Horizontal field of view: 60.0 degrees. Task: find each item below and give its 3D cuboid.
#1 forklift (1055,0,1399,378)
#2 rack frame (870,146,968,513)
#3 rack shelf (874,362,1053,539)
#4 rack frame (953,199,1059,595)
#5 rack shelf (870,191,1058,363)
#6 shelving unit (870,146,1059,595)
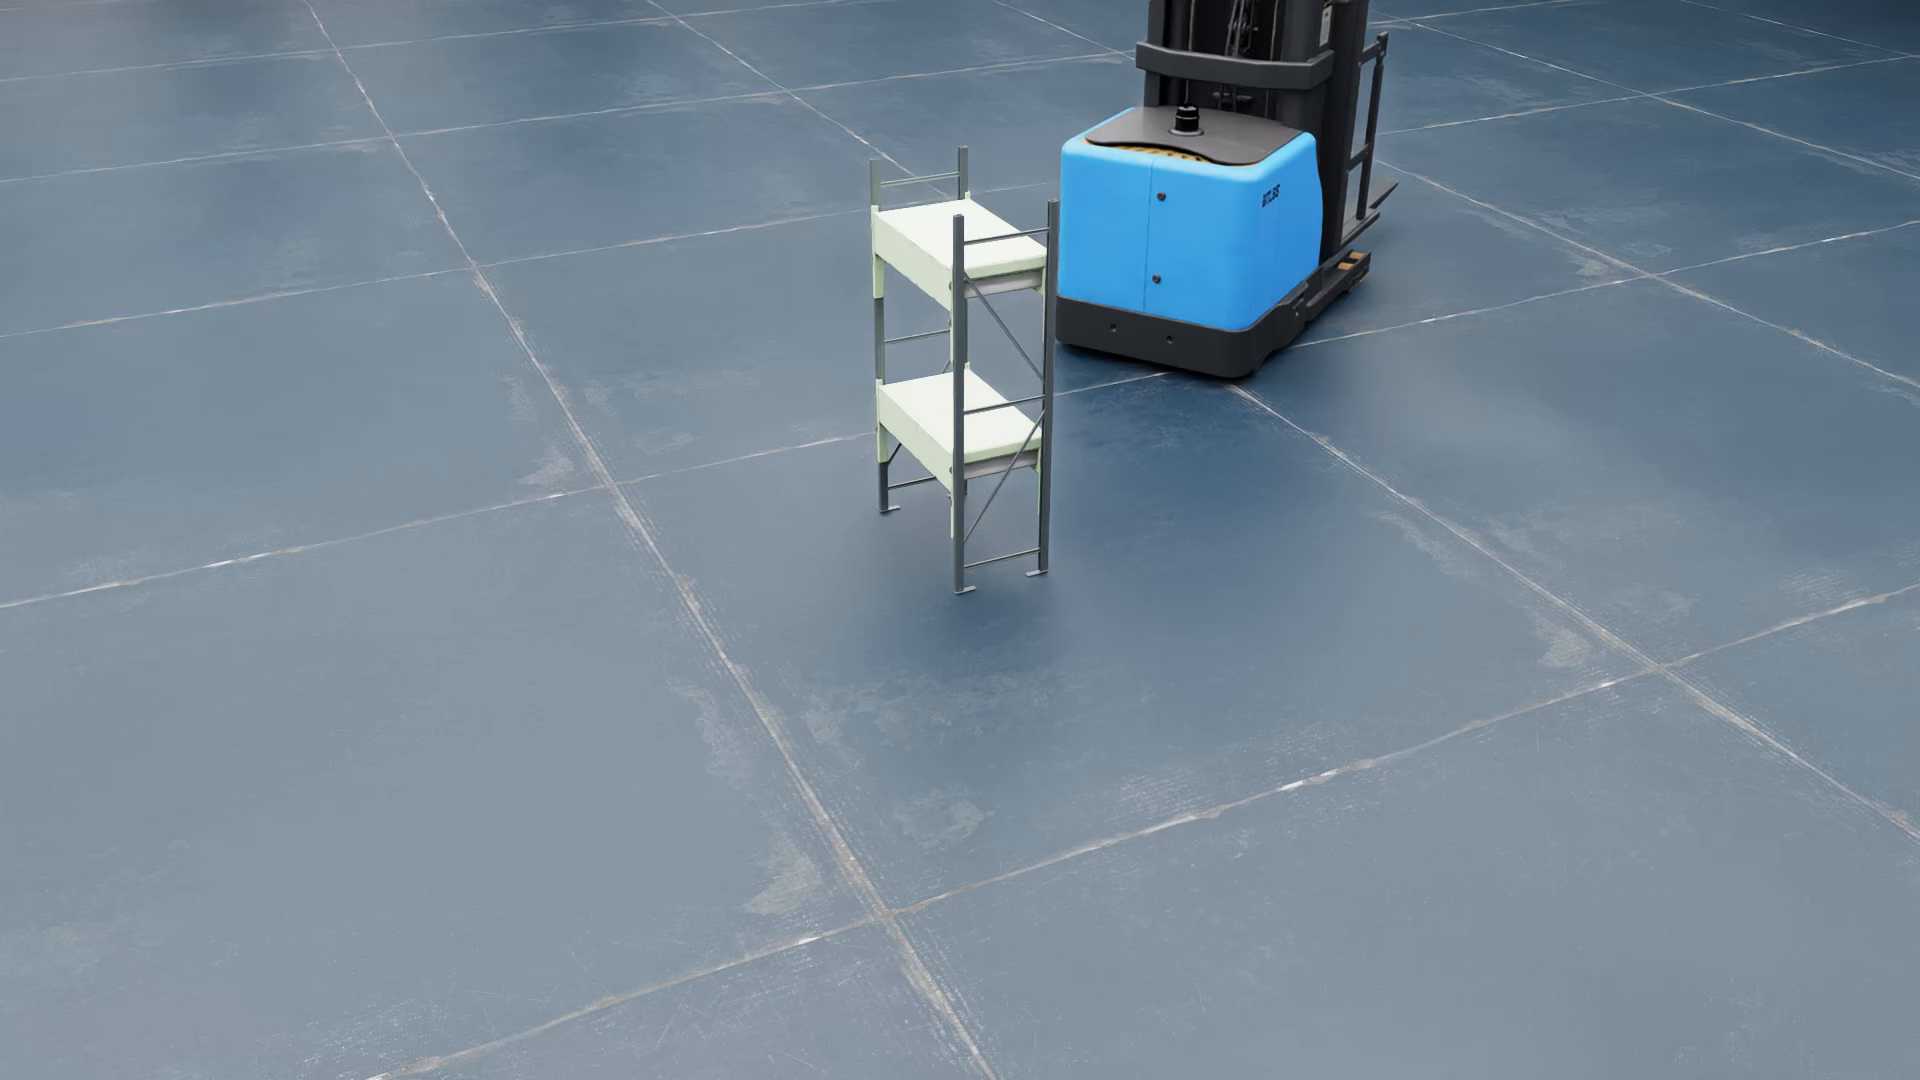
[{"bbox_3d":[1.649,-2.745,8.649,1.130,2.935,3.031,16,33,26],"label":"forklift"},{"bbox_3d":[-0.154,-0.813,6.666,0.400,1.500,0.023,-13,32,-22],"label":"rack frame"},{"bbox_3d":[0.003,-0.367,6.537,0.431,0.370,0.720,-13,32,-22],"label":"rack shelf"},{"bbox_3d":[0.160,-0.490,6.090,0.400,1.500,0.023,-13,32,-22],"label":"rack frame"},{"bbox_3d":[0.003,-0.992,6.187,0.431,0.370,0.720,-13,32,-22],"label":"rack shelf"},{"bbox_3d":[0.003,-0.651,6.378,0.431,1.500,0.755,-13,32,-22],"label":"shelving unit"}]
